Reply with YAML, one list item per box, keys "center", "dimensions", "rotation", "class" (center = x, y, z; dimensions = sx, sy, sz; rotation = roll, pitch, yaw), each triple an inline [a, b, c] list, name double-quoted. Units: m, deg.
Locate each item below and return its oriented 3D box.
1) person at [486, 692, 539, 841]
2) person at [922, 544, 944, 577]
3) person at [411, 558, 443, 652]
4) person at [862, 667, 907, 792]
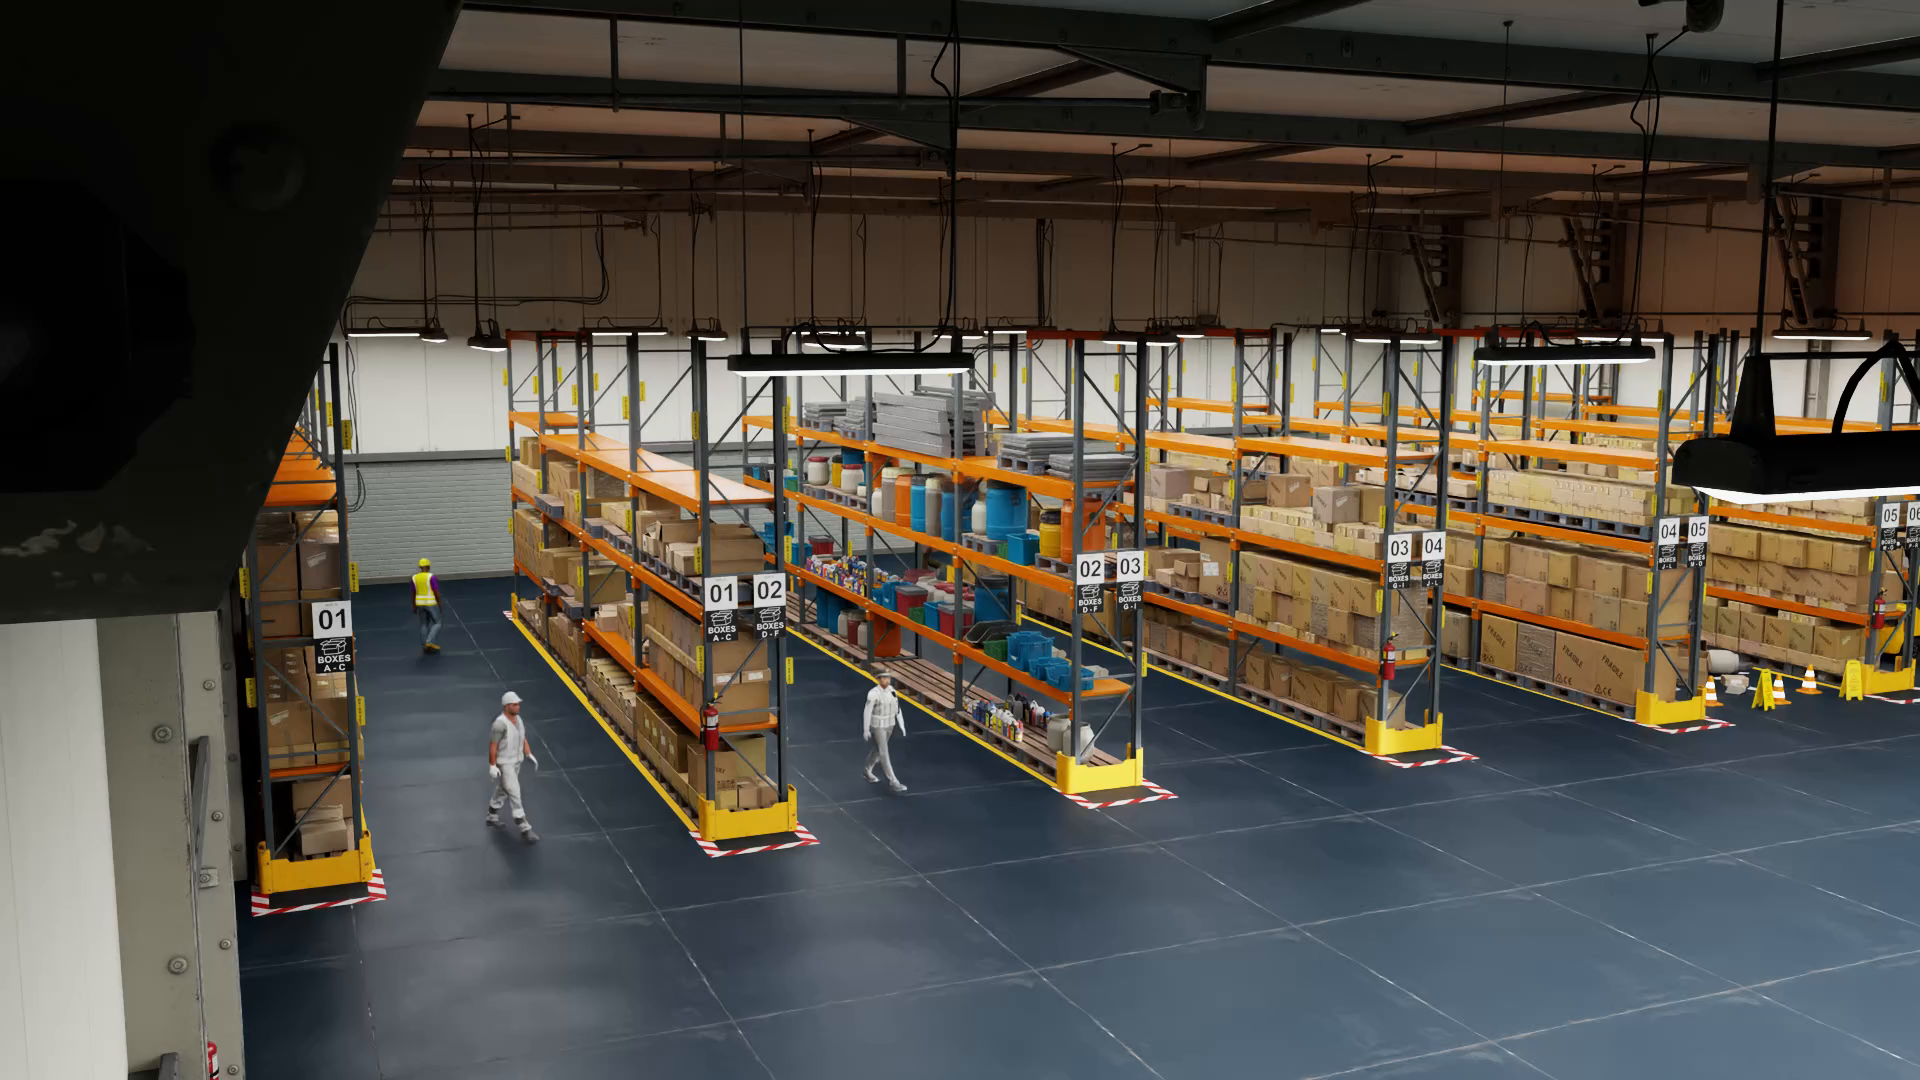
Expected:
- center: [-5.425, 2.703, 20.181]
  dimensions: [0.975, 1.736, 0.587]
  rotation: [3, 8, 23]
  class: "person"
- center: [-0.744, 0.082, 39.457]
  dimensions: [0.855, 1.756, 0.557]
  rotation: [-3, 8, -22]
  class: "person"
- center: [-10.005, 1.230, 31.162]
  dimensions: [0.607, 1.769, 0.497]
  rotation: [2, 8, 16]
  class: "person"
- center: [-0.975, 2.496, 22.171]
  dimensions: [1.019, 1.623, 0.521]
  rotation: [6, 10, 39]
  class: "person"
